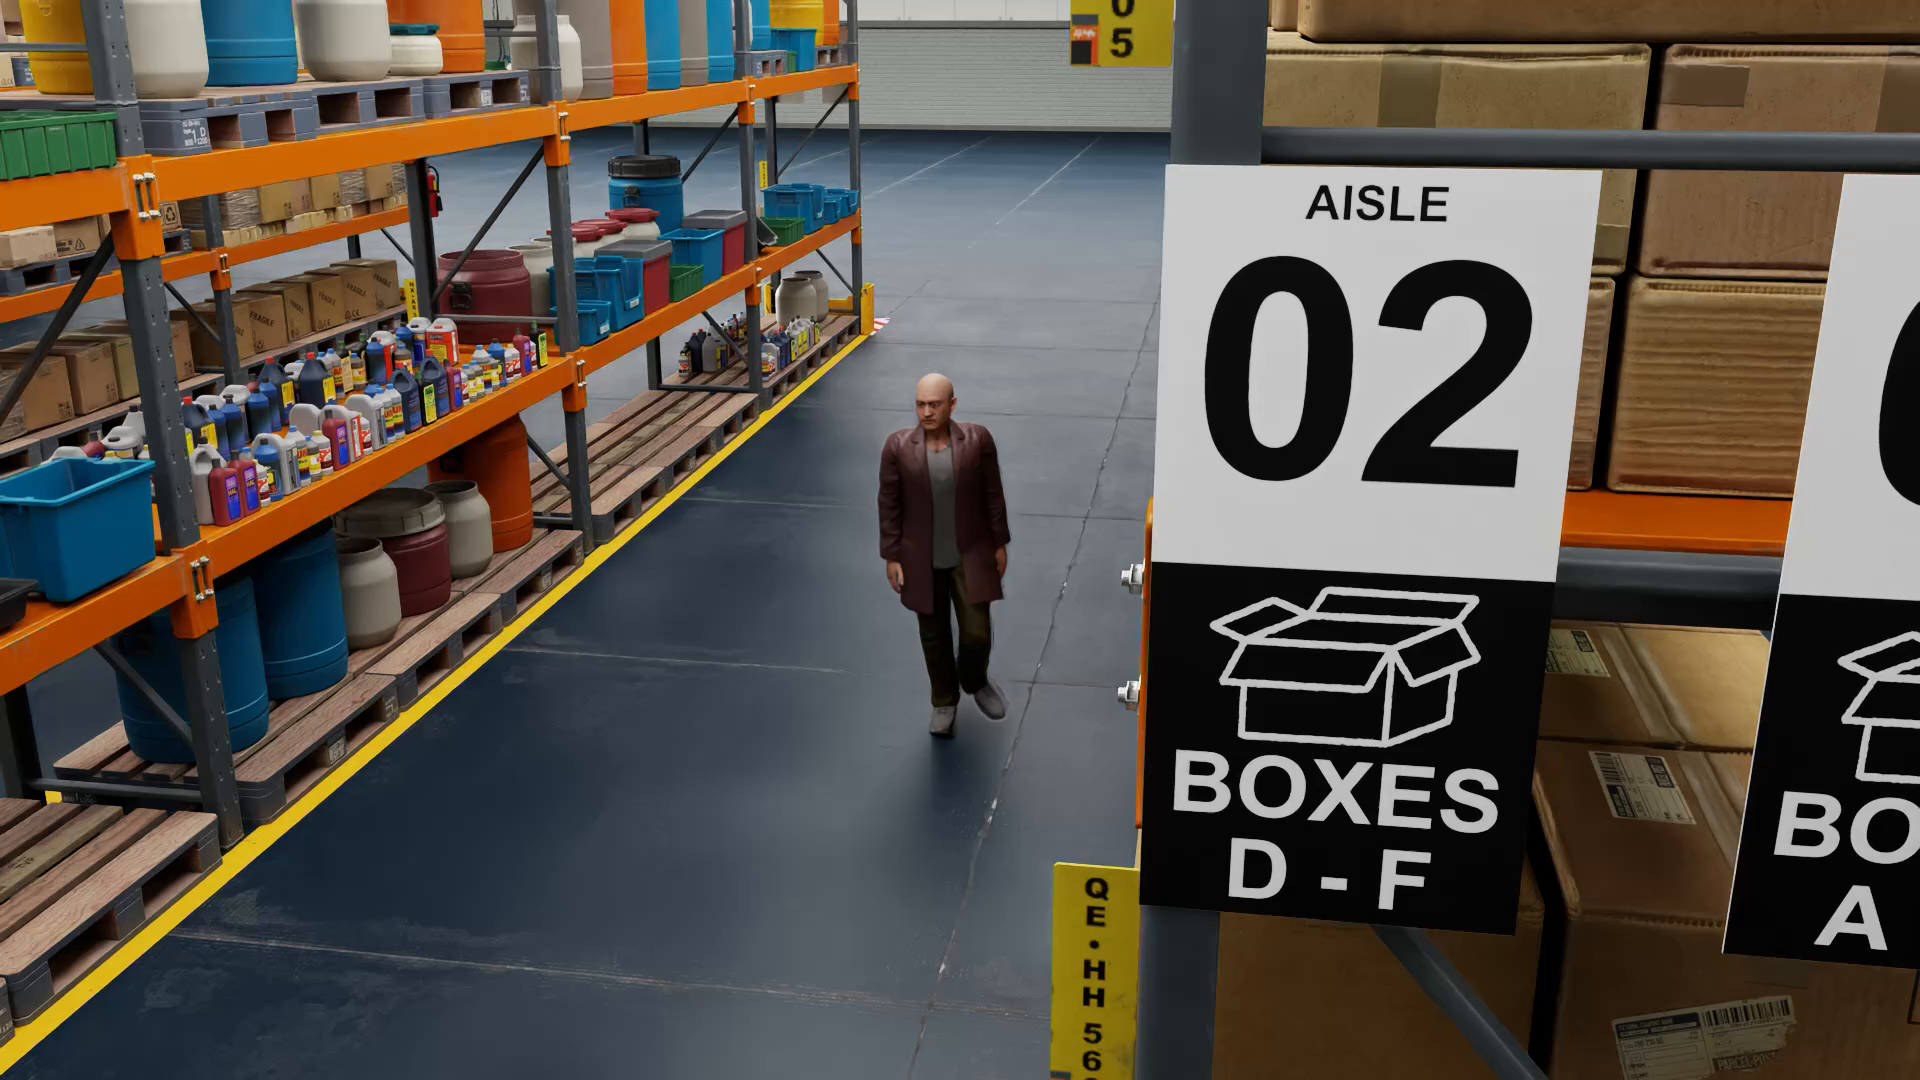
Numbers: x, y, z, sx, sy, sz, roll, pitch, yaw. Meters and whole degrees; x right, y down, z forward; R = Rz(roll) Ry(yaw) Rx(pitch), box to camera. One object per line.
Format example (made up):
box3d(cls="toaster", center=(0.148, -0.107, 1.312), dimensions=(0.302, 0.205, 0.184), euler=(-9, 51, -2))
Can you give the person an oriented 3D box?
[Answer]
box3d(cls="person", center=(-0.075, 0.076, 7.777), dimensions=(0.618, 1.765, 0.499), euler=(1, 18, 3))
